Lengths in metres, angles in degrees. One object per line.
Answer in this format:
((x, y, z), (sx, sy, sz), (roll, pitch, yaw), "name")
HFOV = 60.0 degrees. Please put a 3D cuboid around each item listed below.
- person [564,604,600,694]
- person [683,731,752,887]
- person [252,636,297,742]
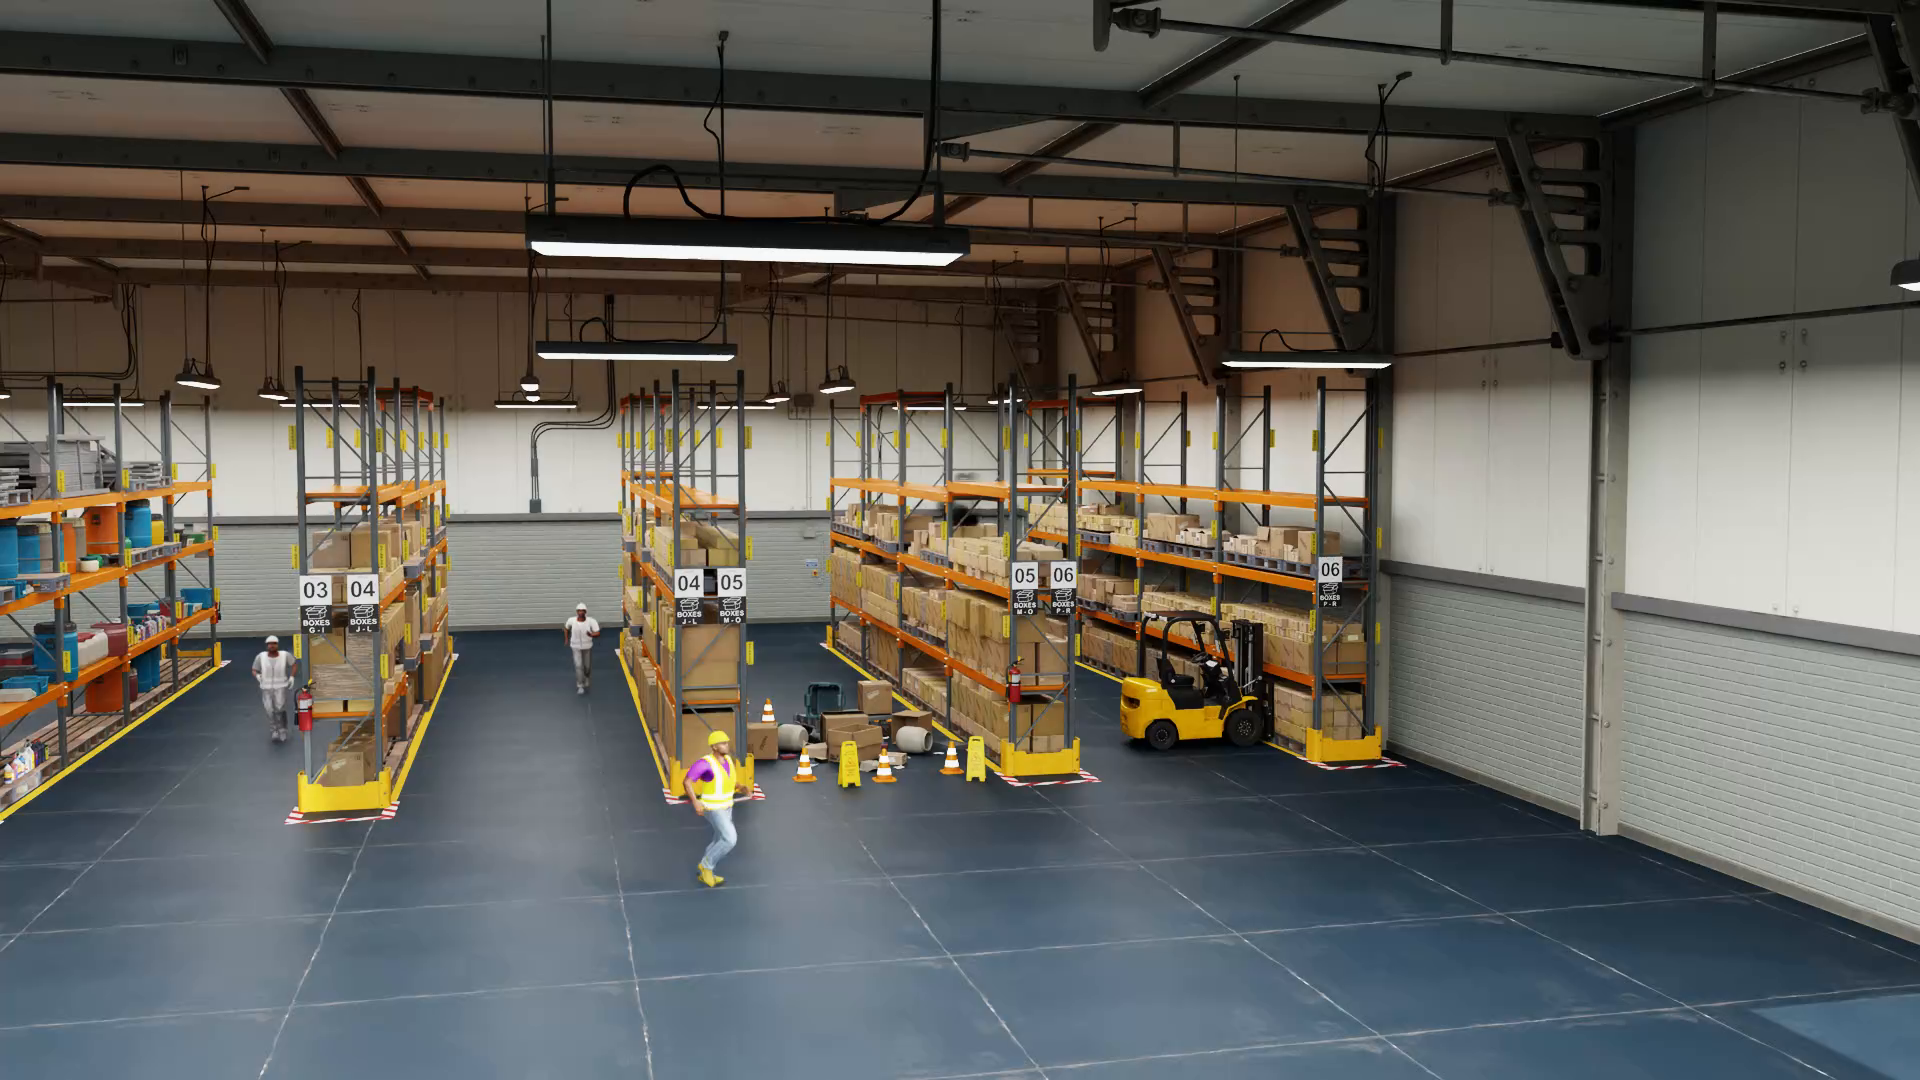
((-7.482, 2.125, 32.940), (0.701, 1.750, 0.981), (-1, 3, -11), "person")
((-2.684, 3.012, 18.701), (0.633, 1.736, 0.700), (1, 4, 22), "person")
((-11.391, 2.475, 27.588), (0.671, 1.777, 0.675), (-1, 4, -14), "person")
